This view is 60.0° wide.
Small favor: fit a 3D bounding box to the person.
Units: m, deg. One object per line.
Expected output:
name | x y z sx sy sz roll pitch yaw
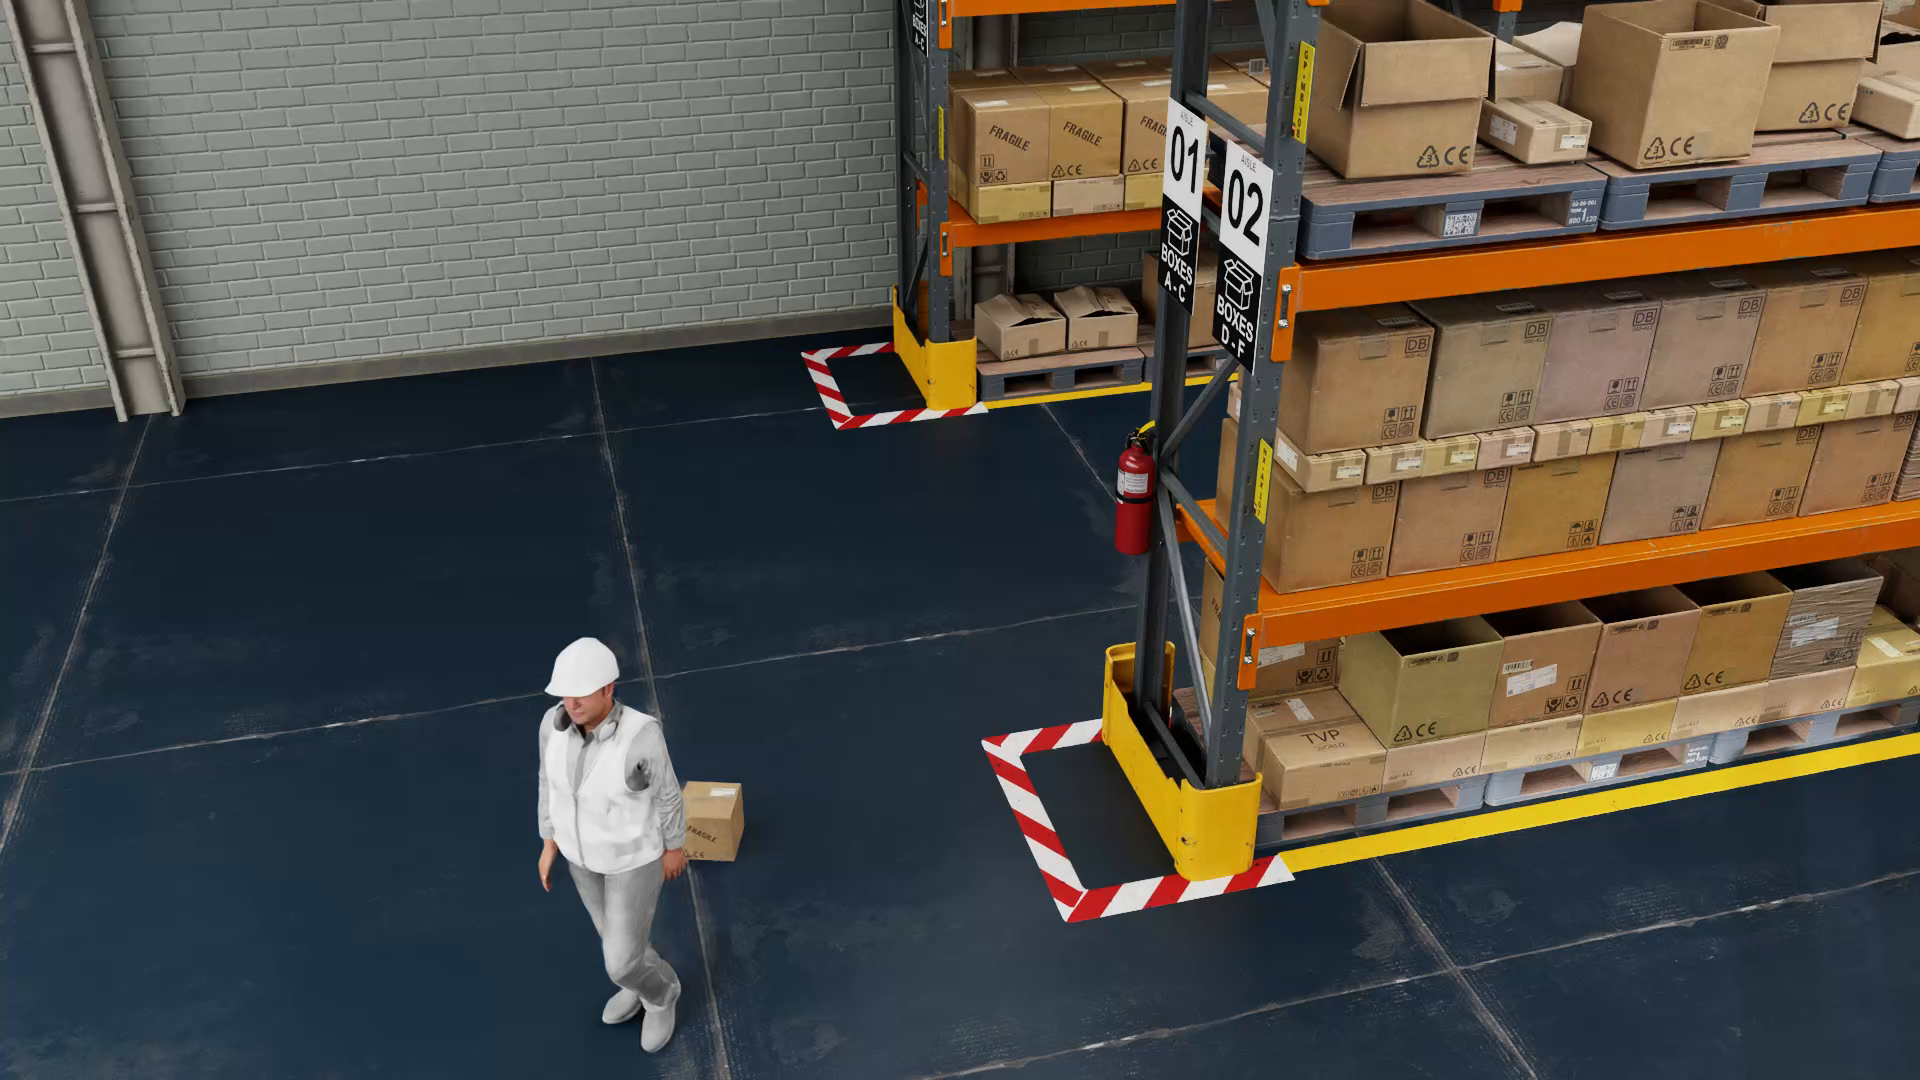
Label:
person | -1.309 1.163 6.194 0.547 1.809 0.487 14 33 23
